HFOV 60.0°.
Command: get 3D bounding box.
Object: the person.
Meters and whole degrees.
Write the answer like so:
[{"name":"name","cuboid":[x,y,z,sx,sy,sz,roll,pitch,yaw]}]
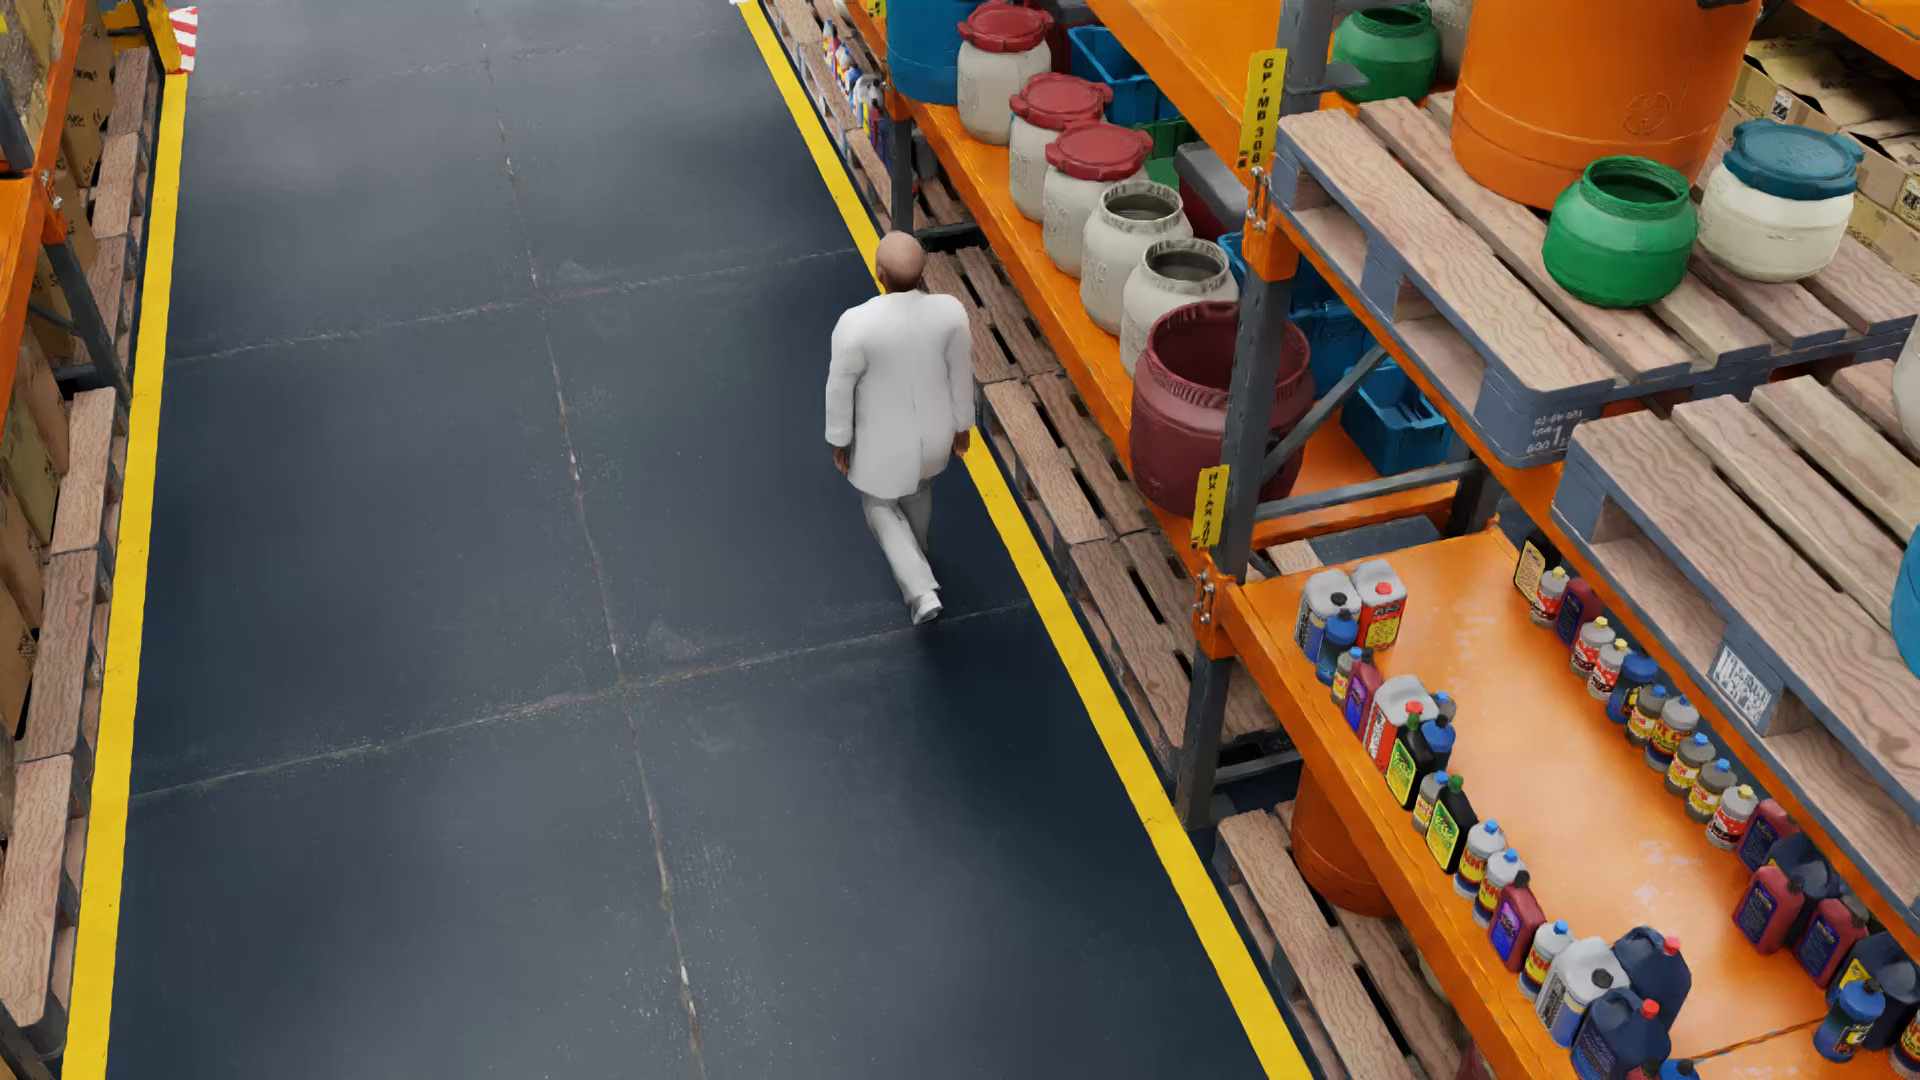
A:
[{"name":"person","cuboid":[-0.223,-0.348,6.696,0.612,1.562,0.911,-14,44,-15]}]
